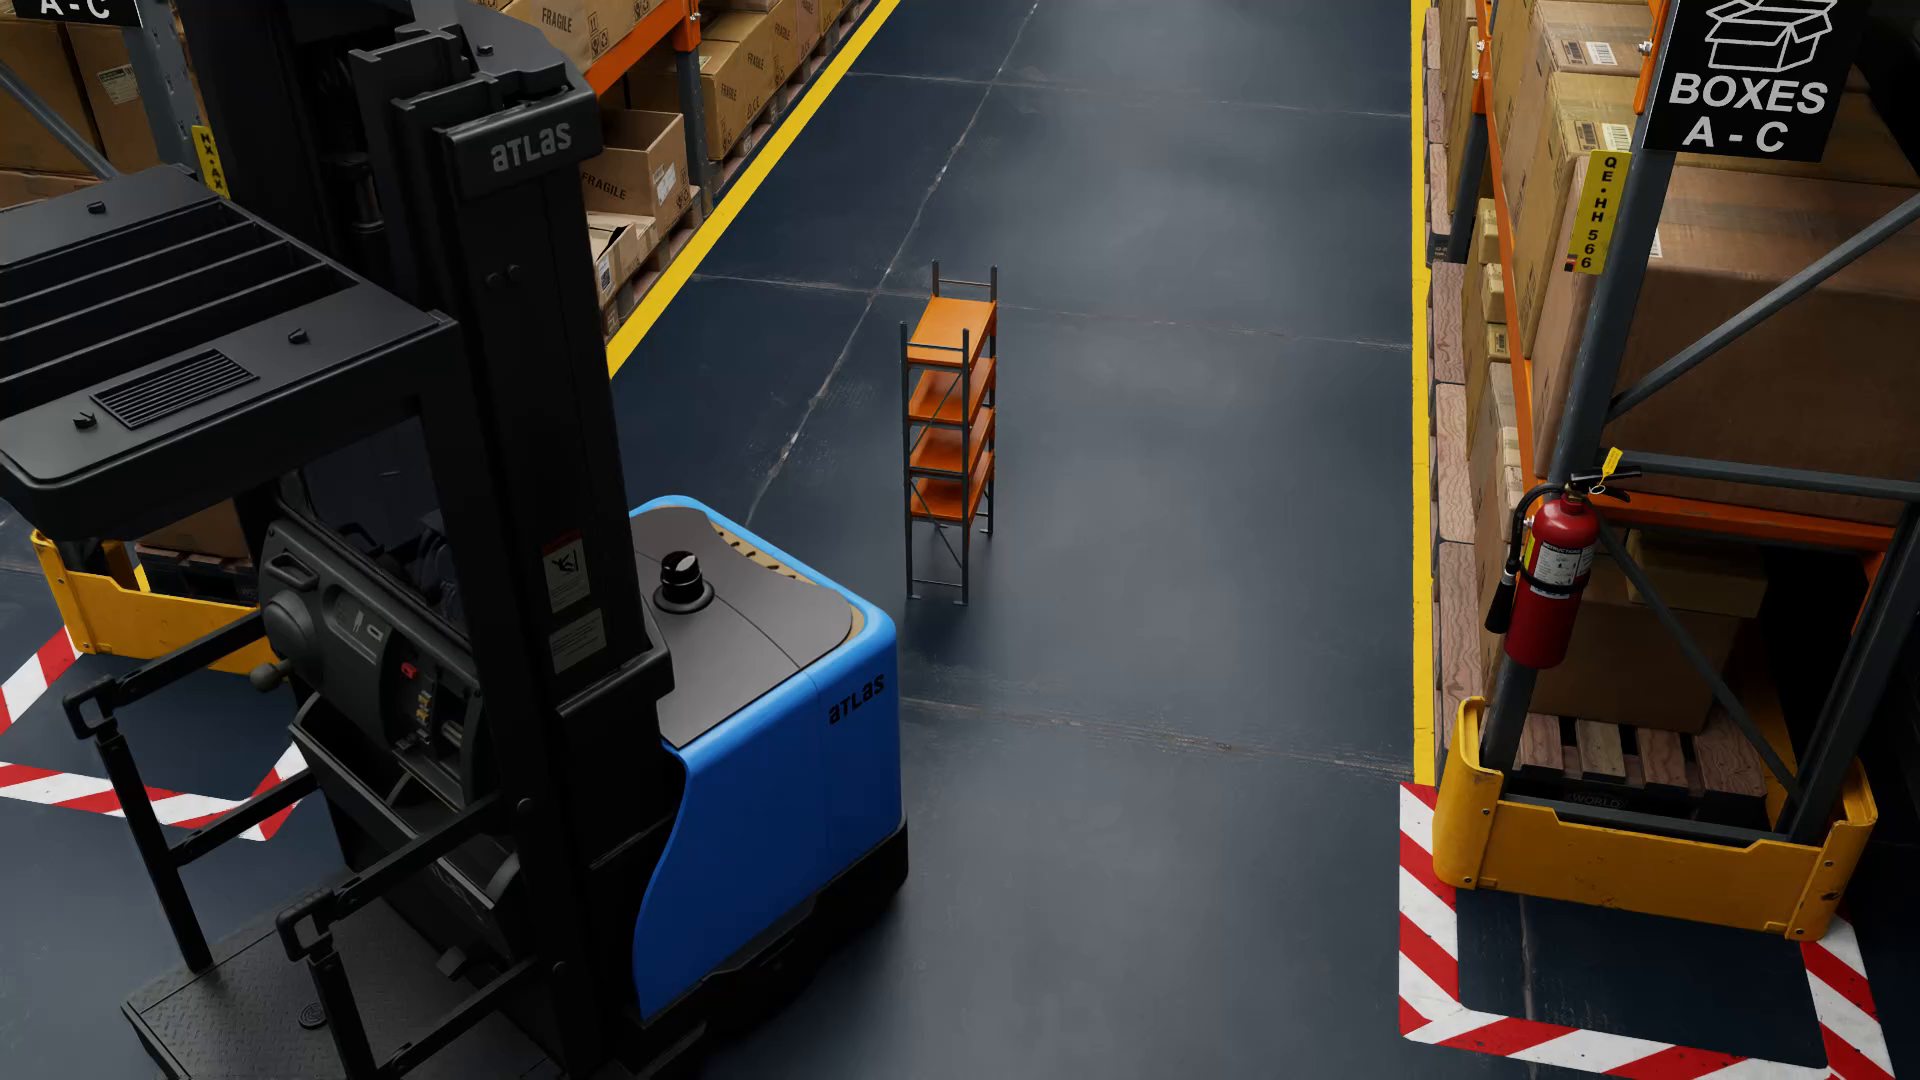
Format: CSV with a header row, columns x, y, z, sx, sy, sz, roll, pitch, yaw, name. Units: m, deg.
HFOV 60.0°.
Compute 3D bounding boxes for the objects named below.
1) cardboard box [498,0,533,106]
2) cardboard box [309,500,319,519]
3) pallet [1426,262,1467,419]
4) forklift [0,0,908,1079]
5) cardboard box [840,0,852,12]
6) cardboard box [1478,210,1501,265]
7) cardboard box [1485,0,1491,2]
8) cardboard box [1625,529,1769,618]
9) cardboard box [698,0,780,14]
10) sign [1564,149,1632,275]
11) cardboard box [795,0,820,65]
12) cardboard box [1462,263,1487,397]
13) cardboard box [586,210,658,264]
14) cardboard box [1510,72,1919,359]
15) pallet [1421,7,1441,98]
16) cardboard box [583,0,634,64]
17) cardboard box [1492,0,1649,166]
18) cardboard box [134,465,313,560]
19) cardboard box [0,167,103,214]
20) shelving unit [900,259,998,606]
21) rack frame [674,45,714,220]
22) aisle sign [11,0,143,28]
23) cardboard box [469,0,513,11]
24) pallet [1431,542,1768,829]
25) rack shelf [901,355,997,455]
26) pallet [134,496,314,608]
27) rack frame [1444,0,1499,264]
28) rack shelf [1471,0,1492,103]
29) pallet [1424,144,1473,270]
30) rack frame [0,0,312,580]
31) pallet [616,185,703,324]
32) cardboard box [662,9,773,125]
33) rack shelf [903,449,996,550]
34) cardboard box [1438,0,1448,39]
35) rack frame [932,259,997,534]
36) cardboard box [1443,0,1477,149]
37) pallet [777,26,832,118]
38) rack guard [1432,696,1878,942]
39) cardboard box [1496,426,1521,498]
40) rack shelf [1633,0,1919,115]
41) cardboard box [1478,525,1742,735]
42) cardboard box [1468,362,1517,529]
x,y,z,sx,sy,sz,roll,pitch,yaw,name
-2.055,-1.919,6.757,0.500,0.500,0.500,8,37,11,cardboard box
-2.306,-0.008,6.259,0.380,0.149,0.250,7,37,10,cardboard box
2.725,-0.906,7.821,1.003,0.211,1.213,7,37,10,pallet
-1.529,0.346,3.775,1.130,2.935,3.031,28,45,33,forklift
-0.992,-3.974,11.432,0.500,0.500,0.500,9,37,12,cardboard box
2.453,-1.293,7.197,0.380,0.149,0.250,8,37,12,cardboard box
2.790,-2.745,8.178,0.380,0.149,0.250,8,37,11,cardboard box
2.330,0.094,5.284,0.380,0.149,0.250,8,37,10,cardboard box
-1.321,-3.370,9.960,0.500,0.250,0.500,7,37,10,cardboard box
1.582,-0.809,4.122,0.100,0.325,0.005,7,37,10,sign
-1.209,-3.376,10.607,0.500,0.500,0.500,6,36,8,cardboard box
2.593,-0.916,7.230,0.700,0.500,0.500,7,37,9,cardboard box
-1.742,-1.519,8.345,0.380,0.149,0.250,7,37,10,cardboard box
2.353,-1.002,5.321,0.980,0.700,0.700,7,37,10,cardboard box
3.576,-3.183,10.962,1.003,0.211,1.213,7,37,10,pallet
-1.841,-2.506,7.567,0.500,0.500,0.500,8,37,11,cardboard box
2.671,-1.856,6.500,0.980,0.700,0.700,6,36,9,cardboard box
-2.855,-0.296,6.357,0.500,0.500,0.500,7,37,10,cardboard box
-2.901,-1.119,5.652,0.500,0.500,0.500,8,37,11,cardboard box
-0.035,-0.391,6.267,0.258,1.200,0.503,7,37,10,shelving unit
-1.876,-3.080,8.444,1.000,3.000,0.127,7,37,10,rack frame
-2.458,-1.764,4.412,0.394,0.787,0.004,7,37,10,aisle sign
-2.055,-2.332,6.474,0.500,0.500,0.500,7,37,10,cardboard box
2.204,0.493,5.891,1.003,0.211,1.213,7,37,10,pallet
-0.035,-0.518,6.175,0.258,0.148,0.480,7,37,10,rack shelf
-2.545,-0.159,6.789,1.003,0.211,1.213,7,37,10,pallet
2.964,-2.462,7.590,1.000,3.000,0.127,7,37,10,rack frame
3.391,-3.317,9.383,1.077,0.370,4.000,7,37,10,rack shelf
3.055,-1.784,9.032,1.003,0.211,1.213,7,37,10,pallet
-2.731,-0.787,5.280,1.000,3.000,0.127,7,37,10,rack frame
-2.024,-1.558,8.719,1.003,0.211,1.213,7,37,10,pallet
-1.432,-2.800,9.813,0.500,0.500,0.500,8,37,11,cardboard box
-0.035,-0.176,6.423,0.258,0.148,0.480,7,37,10,rack shelf
3.533,-3.649,10.703,0.750,0.750,0.750,7,36,9,cardboard box
0.017,-0.531,6.460,0.240,1.200,0.015,7,37,10,rack frame
3.163,-2.660,9.338,0.750,0.750,0.750,8,37,11,cardboard box
-1.481,-3.124,10.880,1.003,0.211,1.213,7,37,10,pallet
2.104,0.858,5.141,1.175,0.500,0.348,7,37,10,rack guard
2.065,-0.246,5.753,0.380,0.149,0.250,8,37,11,cardboard box
2.537,-2.238,5.339,1.077,0.370,4.000,7,37,10,rack shelf
2.161,0.260,5.608,0.700,0.500,0.500,7,37,10,cardboard box
2.375,-0.315,6.401,0.700,0.500,0.500,6,36,8,cardboard box
